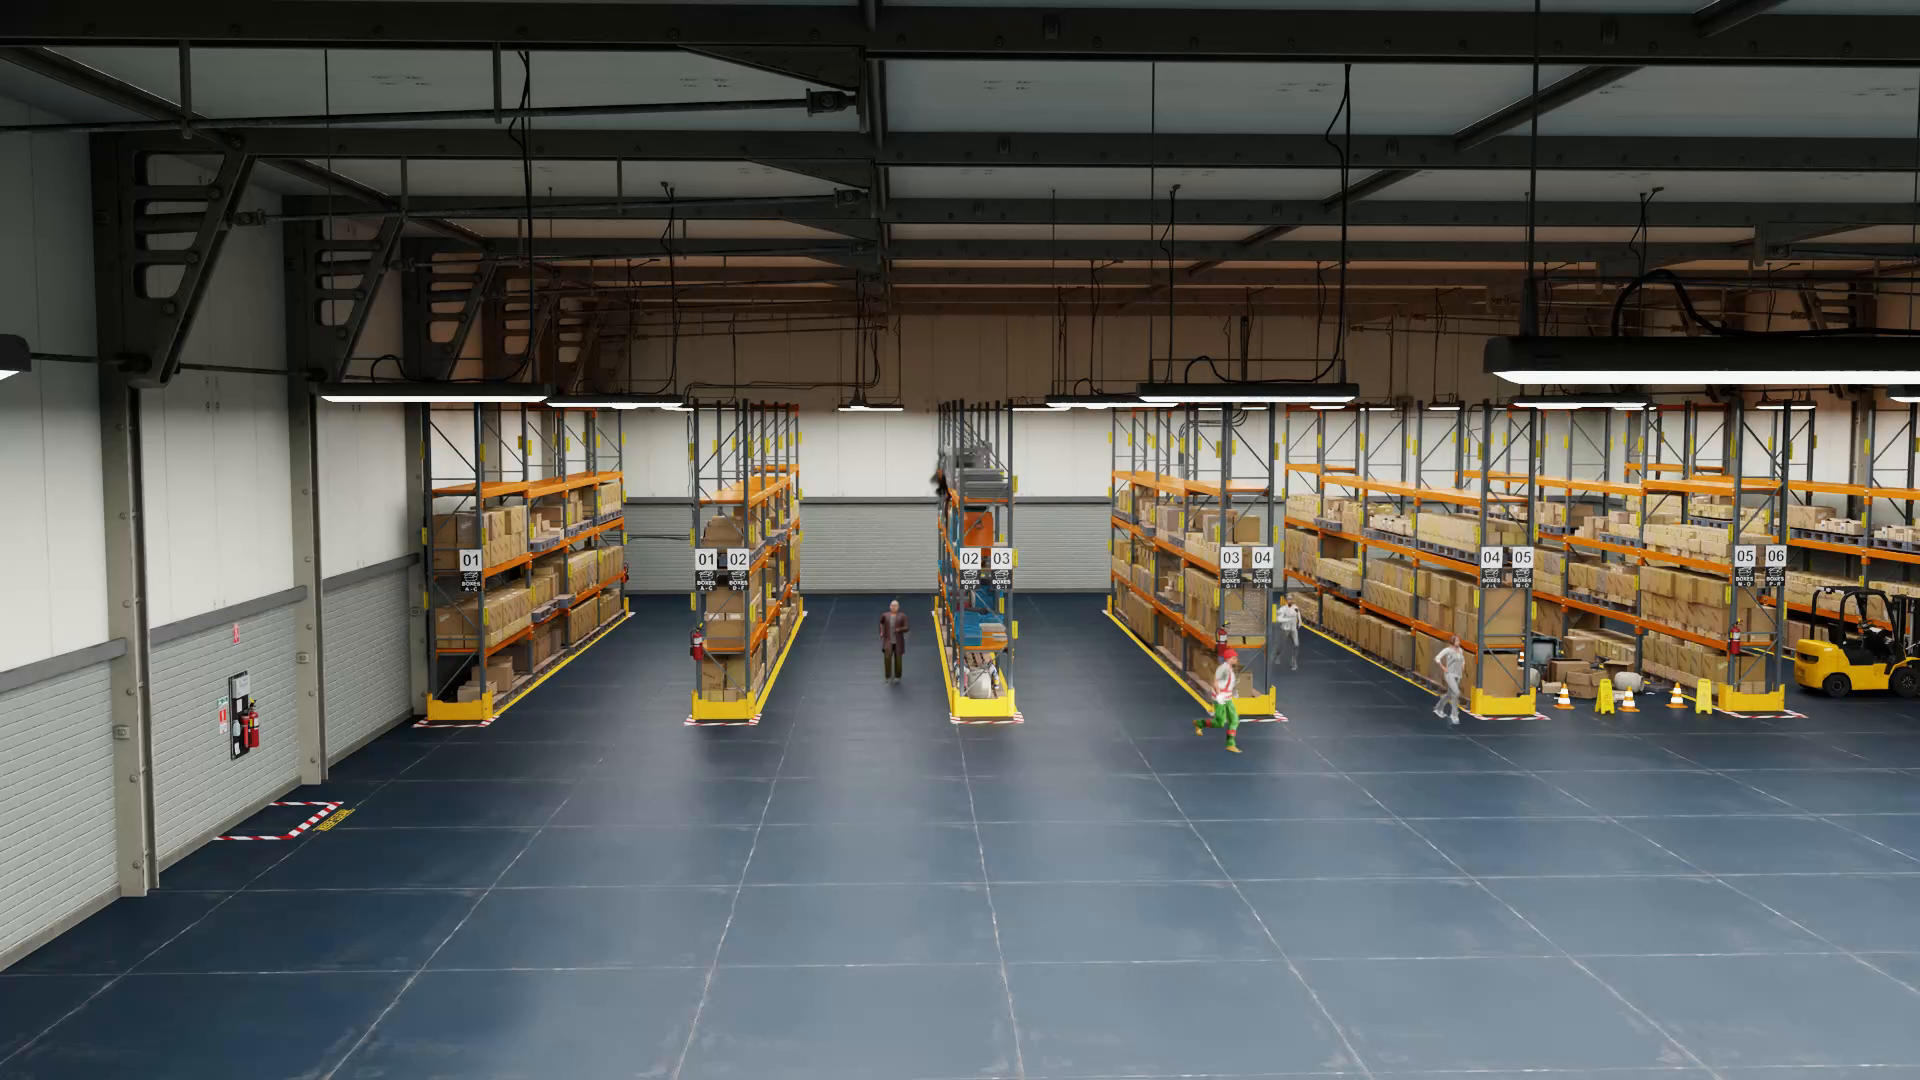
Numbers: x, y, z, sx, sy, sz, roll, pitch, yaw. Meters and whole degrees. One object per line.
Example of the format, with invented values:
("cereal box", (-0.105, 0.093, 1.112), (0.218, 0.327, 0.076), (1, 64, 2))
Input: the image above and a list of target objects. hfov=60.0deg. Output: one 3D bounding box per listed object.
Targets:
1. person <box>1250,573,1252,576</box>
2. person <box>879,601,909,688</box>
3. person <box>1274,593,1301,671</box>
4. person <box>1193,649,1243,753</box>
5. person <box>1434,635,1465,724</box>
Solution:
("person", (8.664, 1.254, 48.272), (0.837, 1.608, 0.642), (-4, 6, -40))
("person", (-1.394, 2.182, 34.942), (0.670, 1.815, 0.785), (0, 4, 3))
("person", (7.380, 2.049, 37.353), (0.625, 1.744, 0.880), (-1, 4, -9))
("person", (4.412, 2.722, 28.291), (0.895, 1.759, 0.662), (3, 5, 30))
("person", (9.158, 2.590, 30.968), (0.567, 1.640, 0.636), (-3, 5, -30))
